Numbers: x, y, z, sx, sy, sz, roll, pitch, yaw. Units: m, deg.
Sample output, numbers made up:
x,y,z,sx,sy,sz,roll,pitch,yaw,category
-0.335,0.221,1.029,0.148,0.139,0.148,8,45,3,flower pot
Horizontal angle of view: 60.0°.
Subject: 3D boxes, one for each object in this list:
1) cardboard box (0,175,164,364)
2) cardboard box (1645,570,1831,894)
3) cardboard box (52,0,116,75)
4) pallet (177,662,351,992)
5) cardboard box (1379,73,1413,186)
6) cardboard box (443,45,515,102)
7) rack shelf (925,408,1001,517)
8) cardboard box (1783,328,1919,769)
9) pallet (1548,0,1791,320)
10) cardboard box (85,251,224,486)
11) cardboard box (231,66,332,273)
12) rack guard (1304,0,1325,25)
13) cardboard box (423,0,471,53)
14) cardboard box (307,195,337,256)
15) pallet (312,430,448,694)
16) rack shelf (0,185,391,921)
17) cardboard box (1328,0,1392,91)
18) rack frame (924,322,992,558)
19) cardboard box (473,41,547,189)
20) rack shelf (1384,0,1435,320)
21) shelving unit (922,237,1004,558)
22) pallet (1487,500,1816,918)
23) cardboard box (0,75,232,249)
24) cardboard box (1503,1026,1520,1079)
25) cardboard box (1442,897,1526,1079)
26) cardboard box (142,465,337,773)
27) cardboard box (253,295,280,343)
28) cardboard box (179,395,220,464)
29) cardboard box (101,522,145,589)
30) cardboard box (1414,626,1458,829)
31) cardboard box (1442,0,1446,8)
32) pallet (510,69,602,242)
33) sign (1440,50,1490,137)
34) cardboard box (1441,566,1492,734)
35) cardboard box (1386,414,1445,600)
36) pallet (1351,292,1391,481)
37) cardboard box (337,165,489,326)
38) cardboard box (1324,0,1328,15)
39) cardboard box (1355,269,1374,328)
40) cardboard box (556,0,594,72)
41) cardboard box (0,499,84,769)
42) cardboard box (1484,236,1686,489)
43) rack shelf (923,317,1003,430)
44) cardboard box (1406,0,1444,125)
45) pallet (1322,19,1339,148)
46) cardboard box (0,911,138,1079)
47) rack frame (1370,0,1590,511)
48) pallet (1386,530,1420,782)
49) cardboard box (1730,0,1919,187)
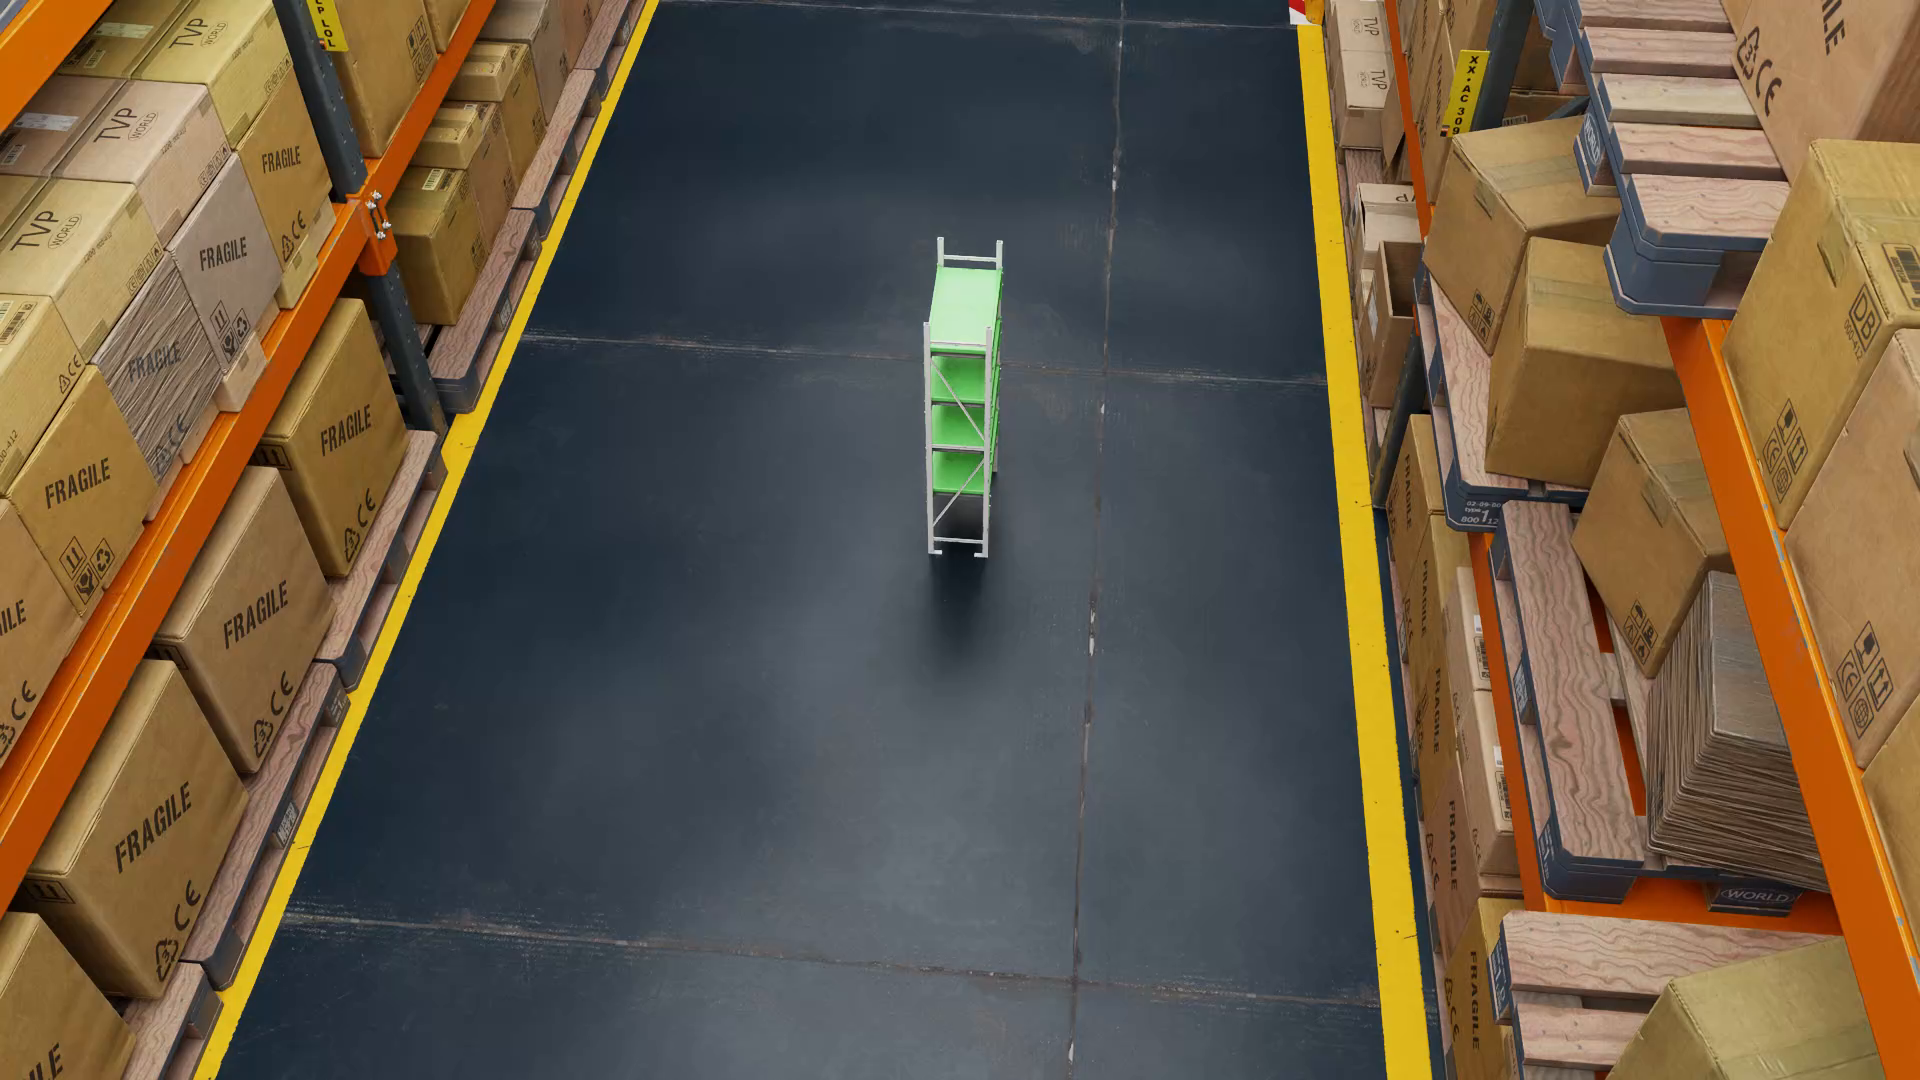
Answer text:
x,y,z,sx,sy,sz,roll,pitch,yaw,category
-2.611,-0.764,4.651,0.500,0.250,0.500,5,48,4,cardboard box
2.067,0.484,3.948,0.700,0.500,0.500,12,49,11,cardboard box
-3.022,-1.554,5.373,0.500,0.250,0.500,5,48,5,cardboard box
-2.824,0.932,5.781,1.003,0.211,1.213,4,48,4,pallet
2.379,-1.837,7.817,0.797,0.503,0.637,4,48,4,cardboard box
-2.290,-2.163,7.691,0.380,0.149,0.250,3,48,2,cardboard box
0.015,-0.321,6.669,0.258,0.148,0.480,4,48,4,rack shelf
1.901,0.046,2.601,0.910,0.500,0.500,4,48,4,cardboard box
1.992,-0.862,3.626,1.213,0.211,1.003,4,48,4,pallet
-2.602,-0.521,4.937,0.500,0.500,0.500,4,48,4,cardboard box
-2.511,-1.265,5.617,0.500,0.500,0.500,3,48,3,cardboard box
2.571,-3.190,9.355,1.175,0.500,0.348,4,48,4,rack guard
-2.583,-2.515,6.840,0.980,0.700,0.700,3,48,3,cardboard box
-2.469,-1.135,5.938,0.380,0.149,0.250,4,48,4,cardboard box
-2.716,0.033,6.603,1.003,0.211,1.213,4,48,4,pallet
-2.903,0.232,5.018,1.077,0.370,4.000,4,48,4,rack shelf
2.200,-2.562,8.652,0.500,0.250,0.500,4,48,4,cardboard box
-0.007,-0.347,6.280,0.240,1.200,0.015,4,48,4,rack frame
-2.452,-2.067,8.043,0.700,0.500,0.500,5,48,4,cardboard box
2.395,-2.377,7.405,1.077,0.370,4.000,4,48,4,rack shelf
0.015,-0.527,6.444,0.258,1.200,0.503,4,48,4,shelving unit
2.021,0.425,4.485,1.003,0.211,1.213,4,48,4,pallet
-2.564,-1.139,4.994,0.500,0.250,0.500,5,48,4,cardboard box
1.701,1.487,4.271,0.500,0.250,0.500,6,48,5,cardboard box
1.747,1.401,4.857,0.500,0.500,0.500,2,48,2,cardboard box
-2.728,0.243,5.693,0.750,0.750,0.750,5,48,5,cardboard box
-2.537,-0.761,5.596,0.380,0.149,0.250,5,48,5,cardboard box
-2.591,-0.387,5.254,0.380,0.149,0.250,4,48,4,cardboard box
-2.664,-0.010,4.909,0.380,0.149,0.250,5,48,5,cardboard box
1.836,0.644,5.550,0.500,0.500,0.500,4,48,4,cardboard box
2.045,-2.287,6.089,0.500,0.500,0.500,3,48,3,cardboard box
-2.465,-1.992,8.455,1.003,0.211,1.213,4,48,4,pallet
1.672,-1.473,5.504,0.100,0.325,0.005,4,48,4,sign
1.835,0.366,5.296,0.500,0.250,0.500,4,48,4,cardboard box
1.926,-0.116,6.245,0.500,0.500,0.500,2,48,2,cardboard box
2.277,-0.713,7.286,1.003,0.211,1.213,4,48,4,pallet
-2.550,-1.321,7.361,0.700,0.500,0.500,4,48,4,cardboard box
2.197,-2.991,9.113,0.380,0.149,0.250,4,48,4,cardboard box
1.957,-1.054,7.341,0.380,0.149,0.250,4,48,4,cardboard box
-2.366,-2.829,8.740,0.700,0.500,0.500,4,48,3,cardboard box
-2.683,0.229,4.250,0.500,0.500,0.500,4,48,3,cardboard box
1.948,-0.483,4.832,0.700,0.500,0.500,11,48,10,cardboard box
0.015,-0.645,6.314,0.258,0.148,0.480,4,48,4,rack shelf
2.049,-1.947,6.456,0.500,0.500,0.500,5,48,5,cardboard box
2.499,-2.506,8.925,1.003,0.211,1.213,4,48,4,pallet
-2.887,1.511,4.533,0.750,0.750,0.750,3,48,3,cardboard box
2.213,-1.150,5.795,1.000,3.000,0.127,4,48,4,rack frame
2.177,0.391,6.275,1.003,0.211,1.213,4,48,4,pallet
1.975,-1.026,3.229,0.600,0.600,0.600,2,48,2,cardboard box
